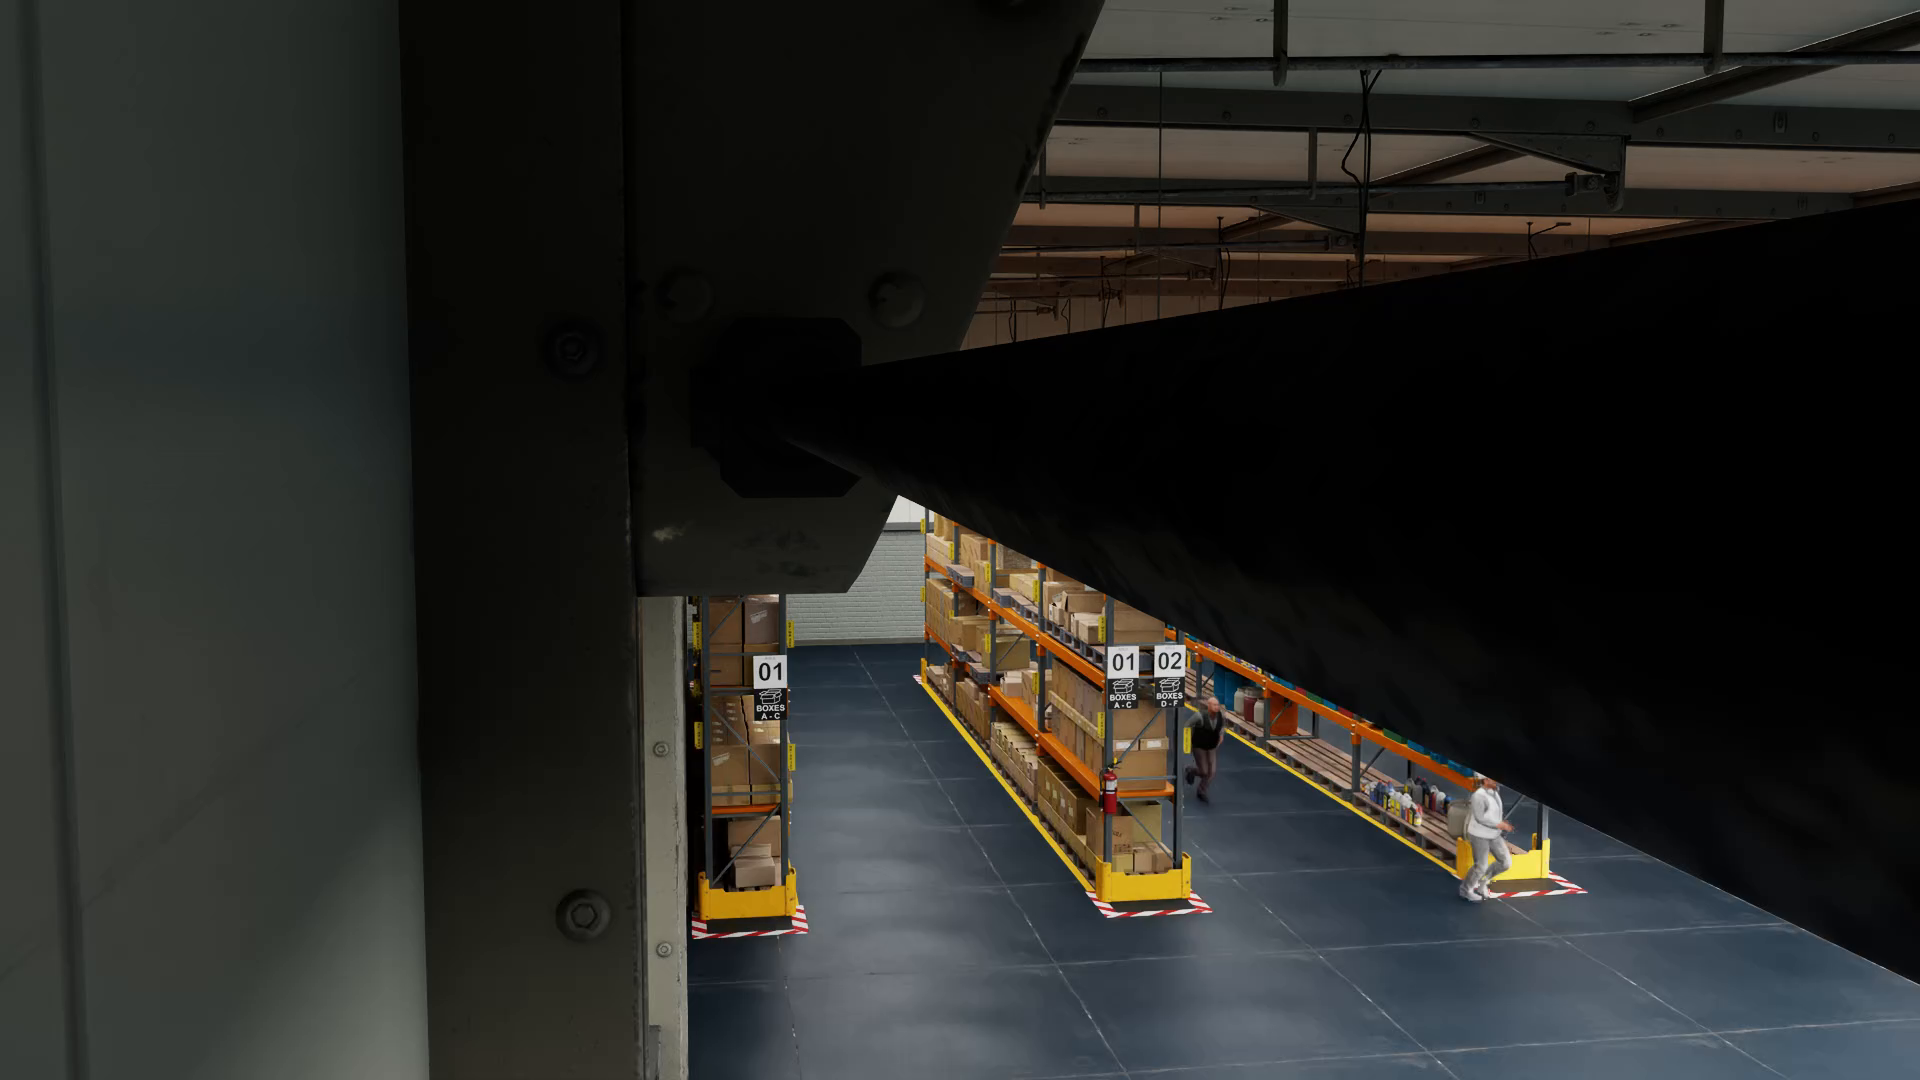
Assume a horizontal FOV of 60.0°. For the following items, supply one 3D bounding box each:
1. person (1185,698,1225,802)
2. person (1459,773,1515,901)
[{"bbox_3d":[3.807,3.244,25.968,0.653,1.659,0.752,-3,6,-27],"label":"person"},{"bbox_3d":[6.556,3.639,20.612,0.720,1.728,0.632,5,7,44],"label":"person"}]
